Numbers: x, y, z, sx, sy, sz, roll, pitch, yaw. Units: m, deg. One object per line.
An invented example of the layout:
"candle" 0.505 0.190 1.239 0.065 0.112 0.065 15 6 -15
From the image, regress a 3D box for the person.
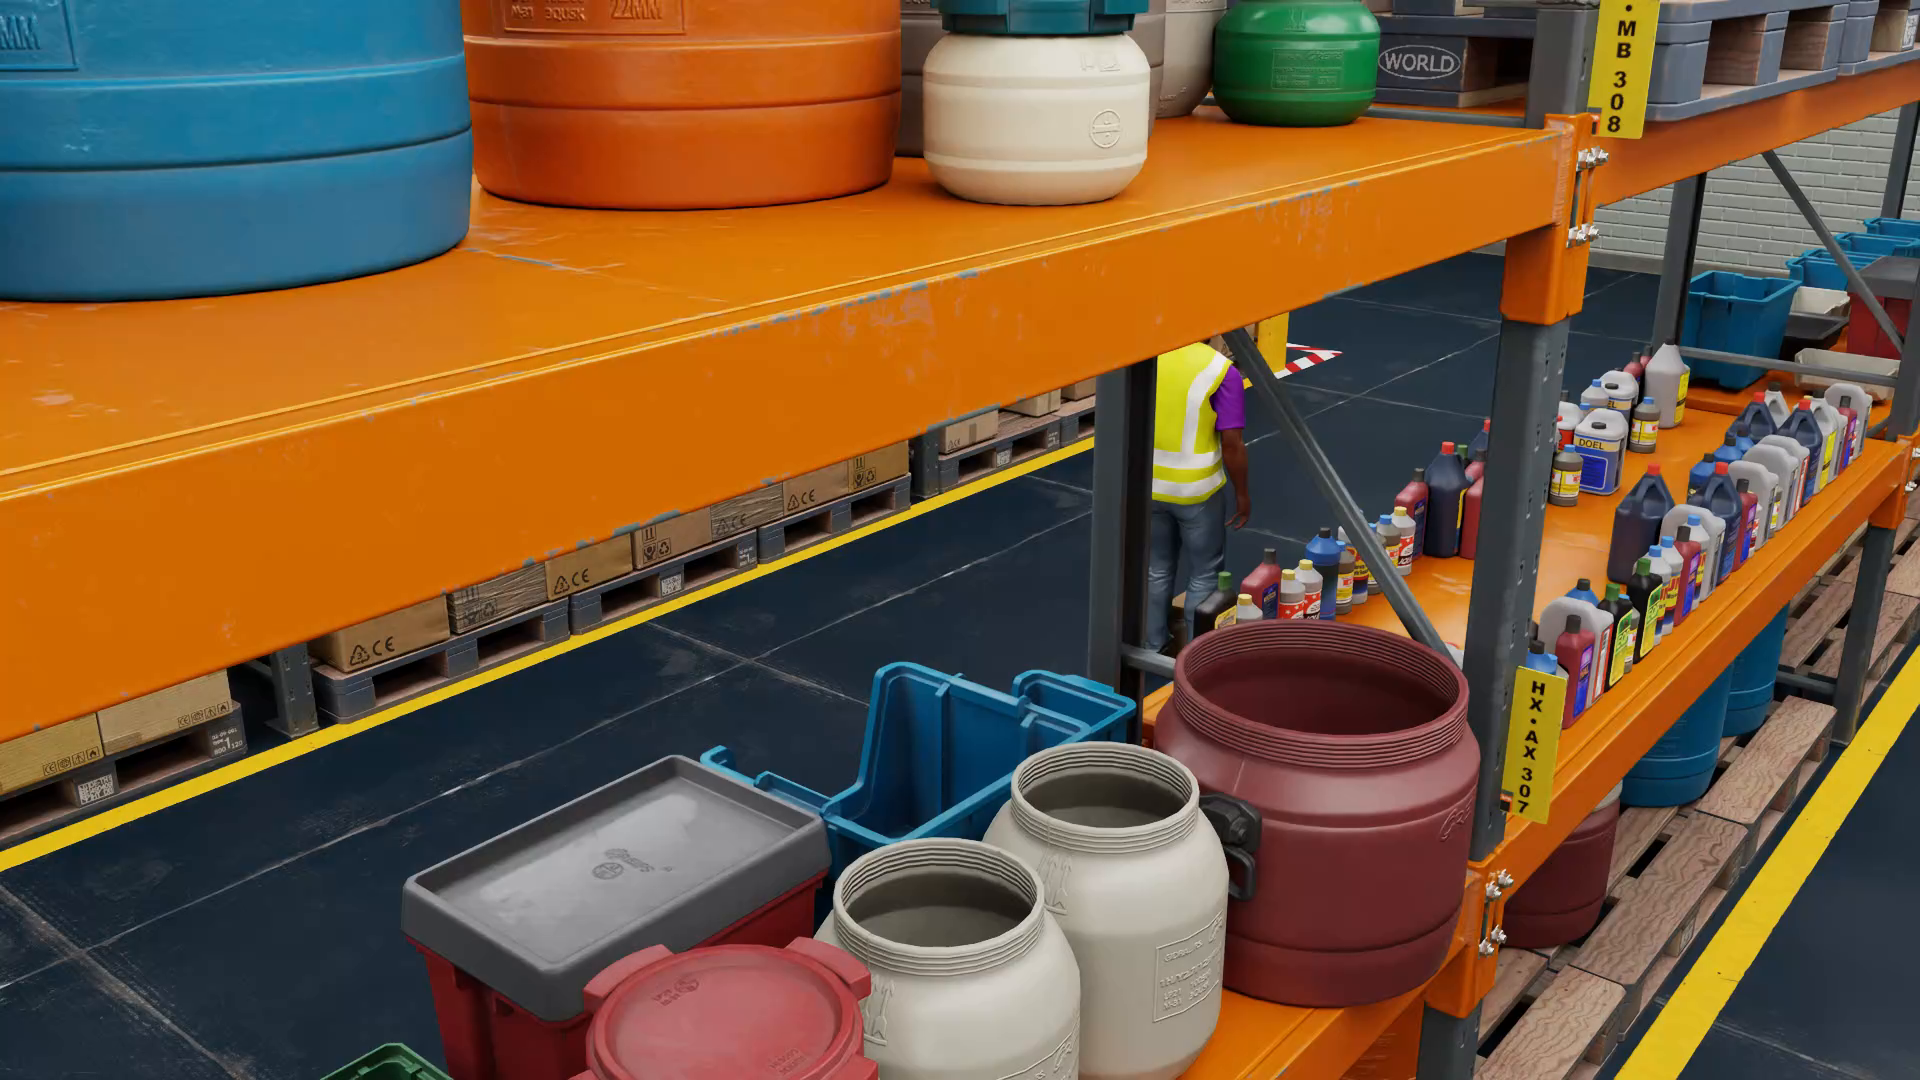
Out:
"person" 0.976 -0.249 7.229 0.633 1.760 0.463 15 25 36
